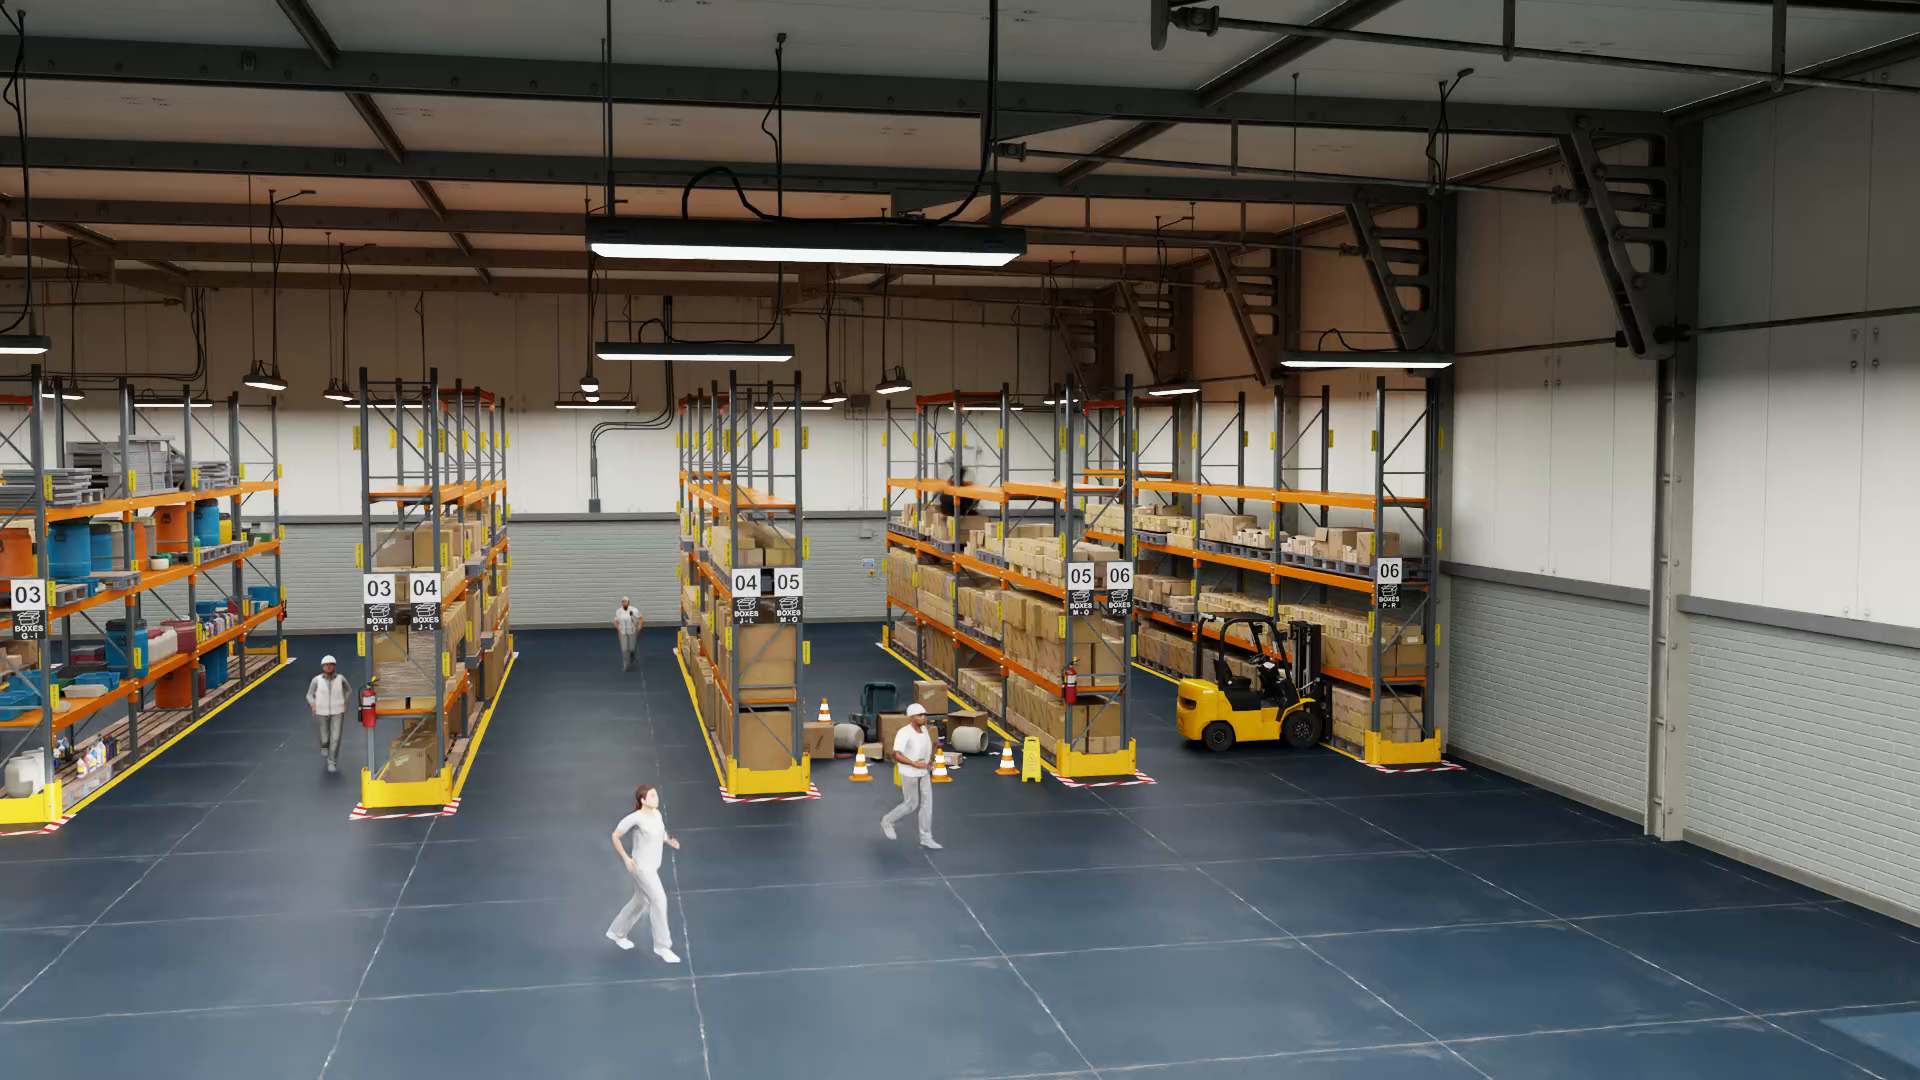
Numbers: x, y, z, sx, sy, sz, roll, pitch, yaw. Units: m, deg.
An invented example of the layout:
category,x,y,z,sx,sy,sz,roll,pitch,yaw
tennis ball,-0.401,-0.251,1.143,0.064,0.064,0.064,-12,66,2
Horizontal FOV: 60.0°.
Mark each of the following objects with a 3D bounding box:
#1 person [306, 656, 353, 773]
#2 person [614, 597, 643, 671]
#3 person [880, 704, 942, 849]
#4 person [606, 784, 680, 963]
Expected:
category,x,y,z,sx,sy,sz,roll,pitch,yaw
person,-9.619,2.635,25.391,0.663,1.750,0.756,-1,4,-22
person,-7.246,2.042,36.308,0.617,1.633,0.628,0,3,-2
person,-0.581,2.899,20.557,0.841,1.776,0.725,2,4,34
person,-3.069,3.203,16.133,0.839,1.703,0.559,1,4,16
